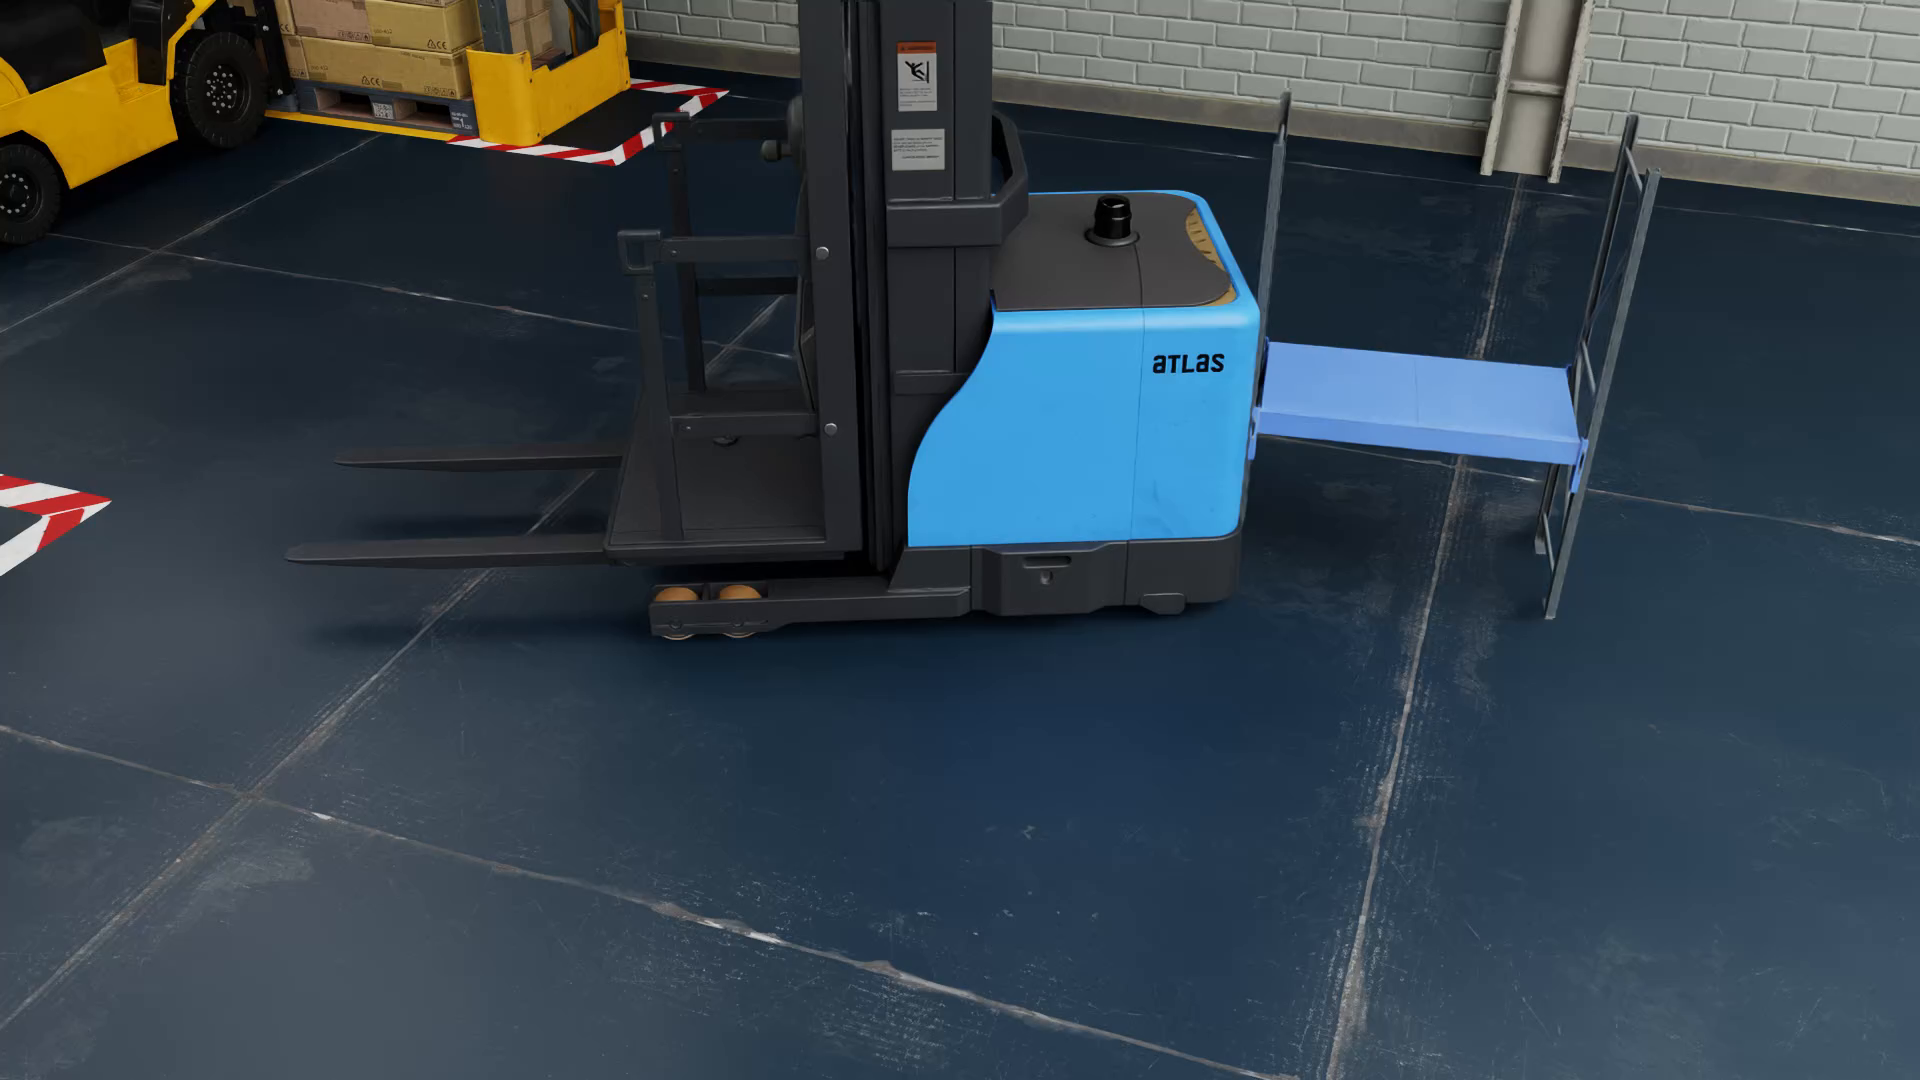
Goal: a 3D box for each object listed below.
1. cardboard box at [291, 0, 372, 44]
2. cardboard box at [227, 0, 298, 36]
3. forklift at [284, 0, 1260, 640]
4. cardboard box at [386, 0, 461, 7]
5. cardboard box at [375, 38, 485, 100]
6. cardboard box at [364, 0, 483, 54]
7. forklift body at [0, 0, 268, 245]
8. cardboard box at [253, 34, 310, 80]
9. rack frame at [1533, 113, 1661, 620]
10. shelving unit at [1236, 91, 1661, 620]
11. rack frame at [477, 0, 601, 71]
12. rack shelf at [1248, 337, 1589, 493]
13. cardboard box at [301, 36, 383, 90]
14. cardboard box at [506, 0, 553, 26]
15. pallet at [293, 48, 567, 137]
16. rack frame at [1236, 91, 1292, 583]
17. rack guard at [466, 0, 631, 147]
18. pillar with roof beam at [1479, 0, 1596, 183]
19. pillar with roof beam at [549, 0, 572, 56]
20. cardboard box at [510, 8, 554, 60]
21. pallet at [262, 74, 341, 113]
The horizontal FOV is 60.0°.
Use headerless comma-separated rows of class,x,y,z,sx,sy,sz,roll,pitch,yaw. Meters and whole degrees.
cardboard box,-3.365,-2.990,9.302,0.500,0.250,0.500,11,34,16
cardboard box,-3.858,-3.074,9.432,0.500,0.250,0.500,10,34,15
forklift,-0.642,-1.211,4.924,3.031,2.935,1.130,-2,33,-3
cardboard box,-2.871,-3.098,9.009,0.500,0.250,0.500,12,35,18
cardboard box,-2.882,-2.678,9.280,0.500,0.250,0.500,11,35,17
cardboard box,-2.896,-2.893,9.152,0.500,0.250,0.500,11,34,16
forklift body,-4.733,-2.791,8.089,1.214,2.155,2.313,11,34,16
cardboard box,-3.815,-2.870,9.577,0.500,0.250,0.500,11,35,17
rack frame,1.950,-0.507,5.152,0.032,1.500,0.500,7,33,10
shelving unit,1.453,-0.564,5.241,1.048,1.500,0.538,7,33,10
rack frame,-2.333,-3.732,8.765,0.127,3.000,1.000,11,34,16
rack shelf,1.453,-0.413,5.339,1.000,0.185,0.538,7,33,10
cardboard box,-3.347,-2.774,9.428,0.500,0.250,0.500,11,34,16
cardboard box,-2.705,-3.155,9.558,0.500,0.250,0.500,12,35,17
pallet,-3.067,-2.679,9.705,1.213,0.211,1.003,11,34,16
rack frame,0.956,-0.622,5.331,0.032,1.500,0.500,7,33,10
rack guard,-2.310,-2.677,9.436,0.348,0.500,1.175,11,34,16
pillar with roof beam,1.512,-3.544,2.942,0.400,9.000,9.100,11,34,16
pillar with roof beam,-4.137,-4.642,4.643,0.400,9.000,9.100,11,34,16
cardboard box,-2.729,-2.943,9.690,0.500,0.250,0.500,11,34,17
pallet,-4.211,-2.903,10.052,1.213,0.211,1.003,11,34,16
